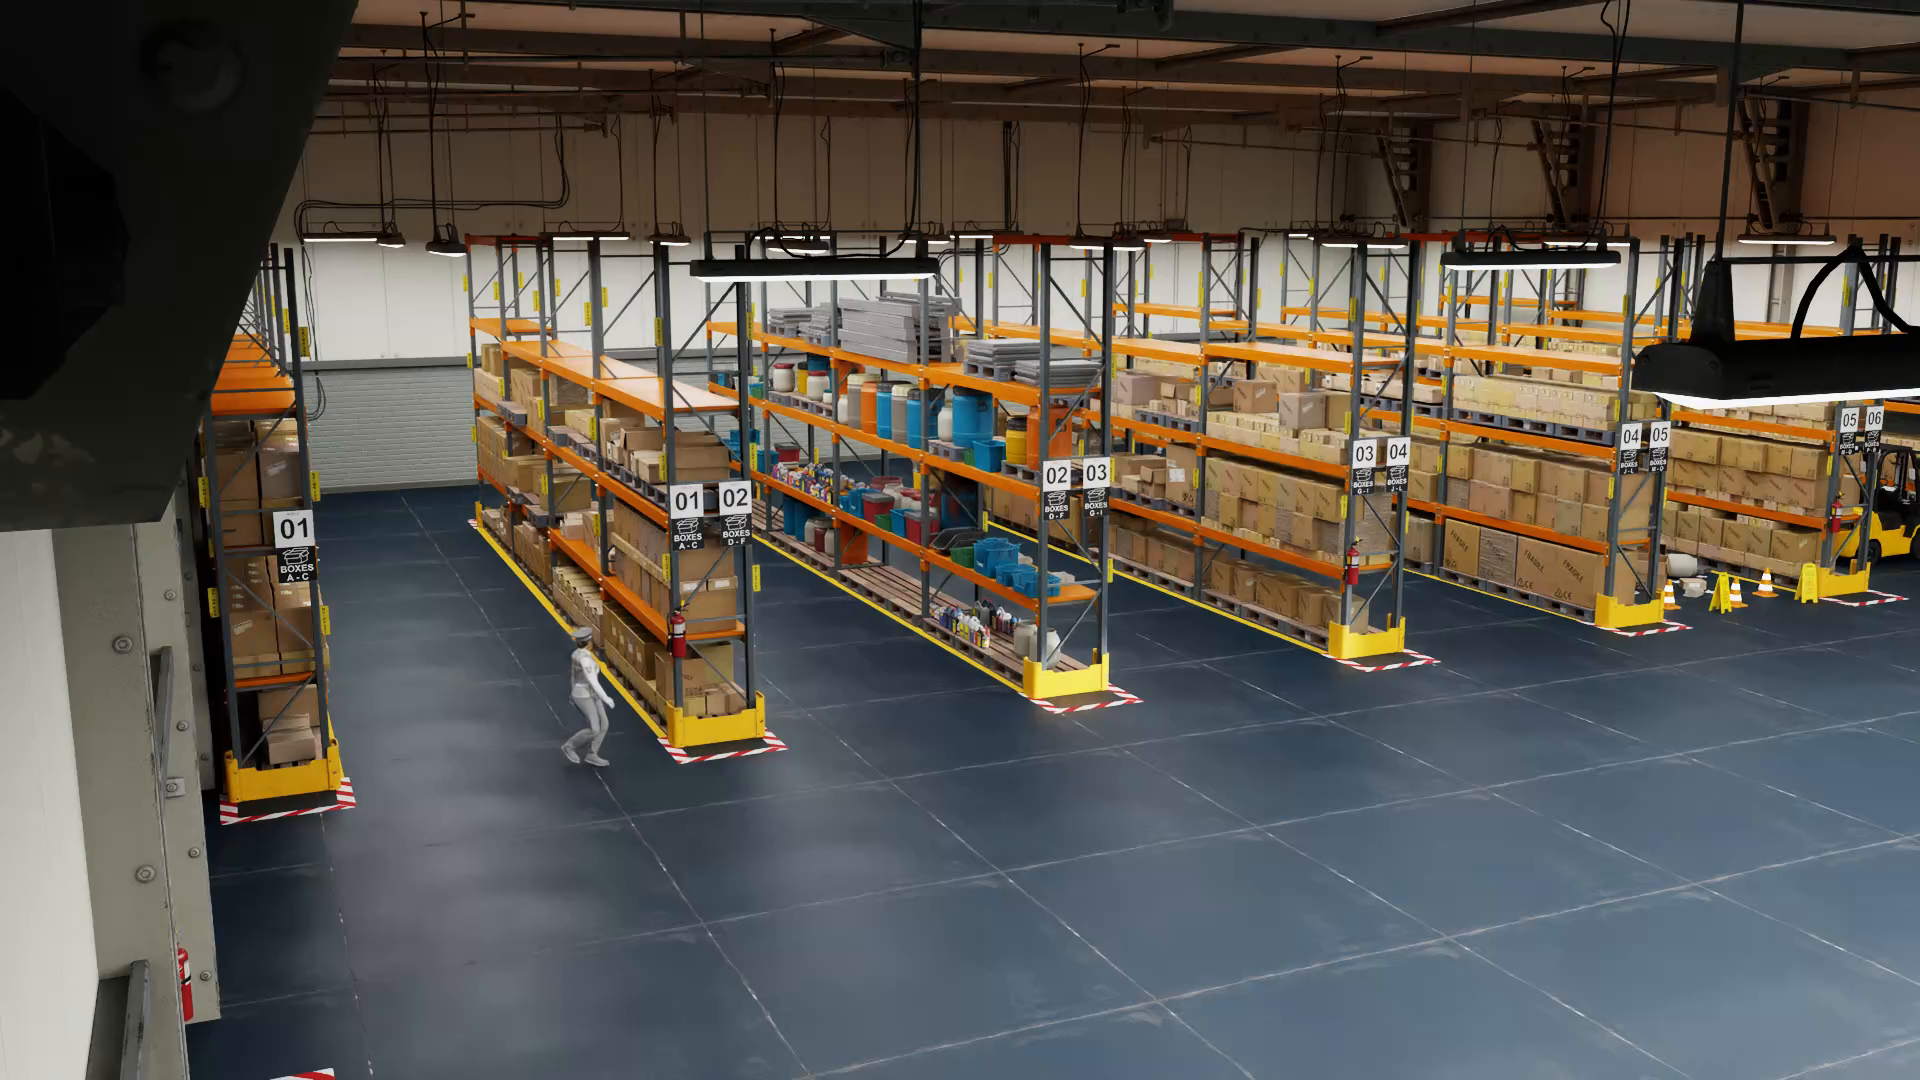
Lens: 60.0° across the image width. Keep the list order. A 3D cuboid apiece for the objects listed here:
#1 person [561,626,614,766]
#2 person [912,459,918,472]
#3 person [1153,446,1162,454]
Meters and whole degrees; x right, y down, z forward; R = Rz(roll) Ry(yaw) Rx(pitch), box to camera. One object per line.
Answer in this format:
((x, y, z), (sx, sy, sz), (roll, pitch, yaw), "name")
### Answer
((-4.347, 1.837, 19.416), (0.648, 1.648, 0.543), (-1, 11, -5), "person")
((-1.095, -2.566, 41.835), (0.587, 1.740, 0.495), (-8, 14, -36), "person")
((5.497, -3.207, 45.016), (0.594, 1.724, 0.707), (7, 13, 32), "person")
